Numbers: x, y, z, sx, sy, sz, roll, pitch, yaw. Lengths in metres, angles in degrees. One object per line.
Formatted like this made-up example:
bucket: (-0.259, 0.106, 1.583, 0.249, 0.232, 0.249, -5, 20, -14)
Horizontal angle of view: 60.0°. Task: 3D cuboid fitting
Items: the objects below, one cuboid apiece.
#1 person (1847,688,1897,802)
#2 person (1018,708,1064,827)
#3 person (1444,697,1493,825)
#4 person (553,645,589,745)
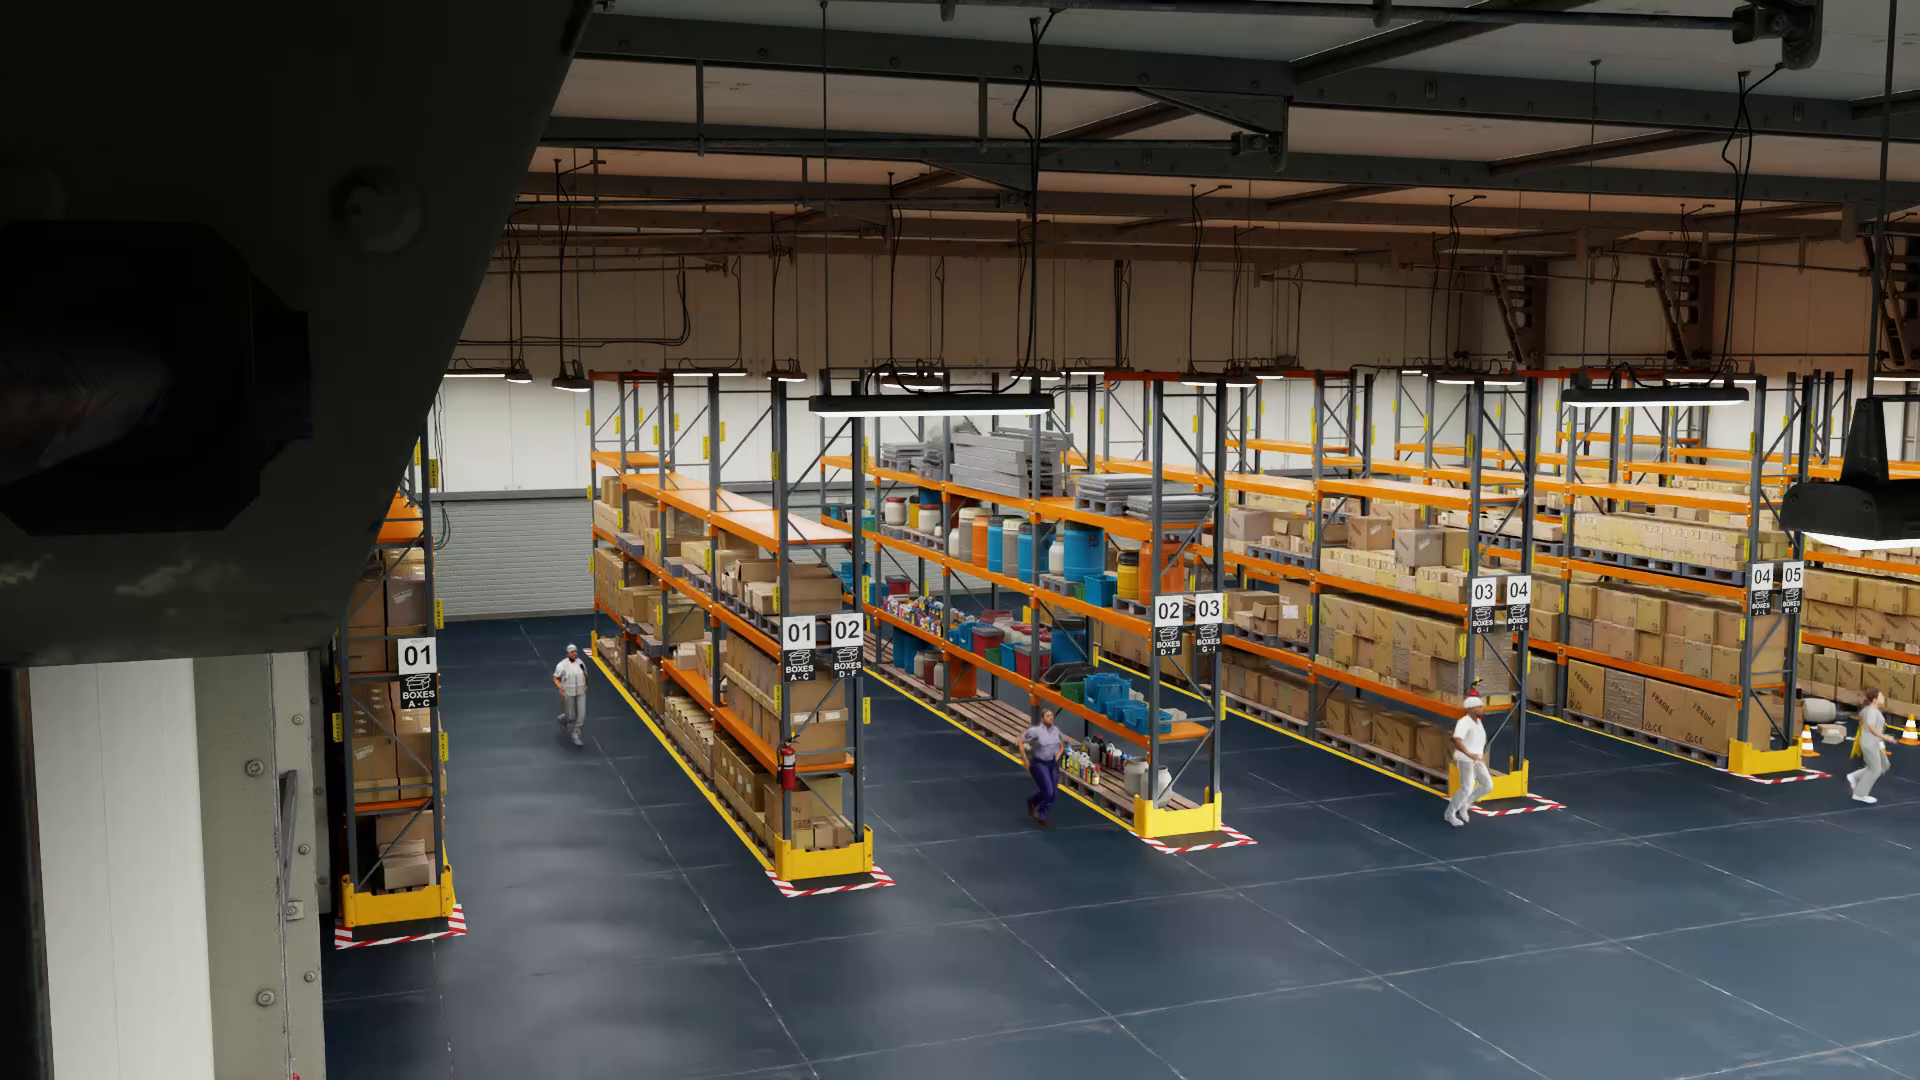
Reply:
person: (12.925, 2.896, 23.552, 0.585, 1.630, 0.602, 3, 7, 27)
person: (1.159, 3.061, 22.340, 0.611, 1.599, 0.530, -5, 8, -35)
person: (6.933, 2.972, 22.491, 0.567, 1.709, 0.767, 6, 9, 42)
person: (-6.315, 2.510, 27.124, 0.608, 1.630, 0.565, -4, 8, -34)
